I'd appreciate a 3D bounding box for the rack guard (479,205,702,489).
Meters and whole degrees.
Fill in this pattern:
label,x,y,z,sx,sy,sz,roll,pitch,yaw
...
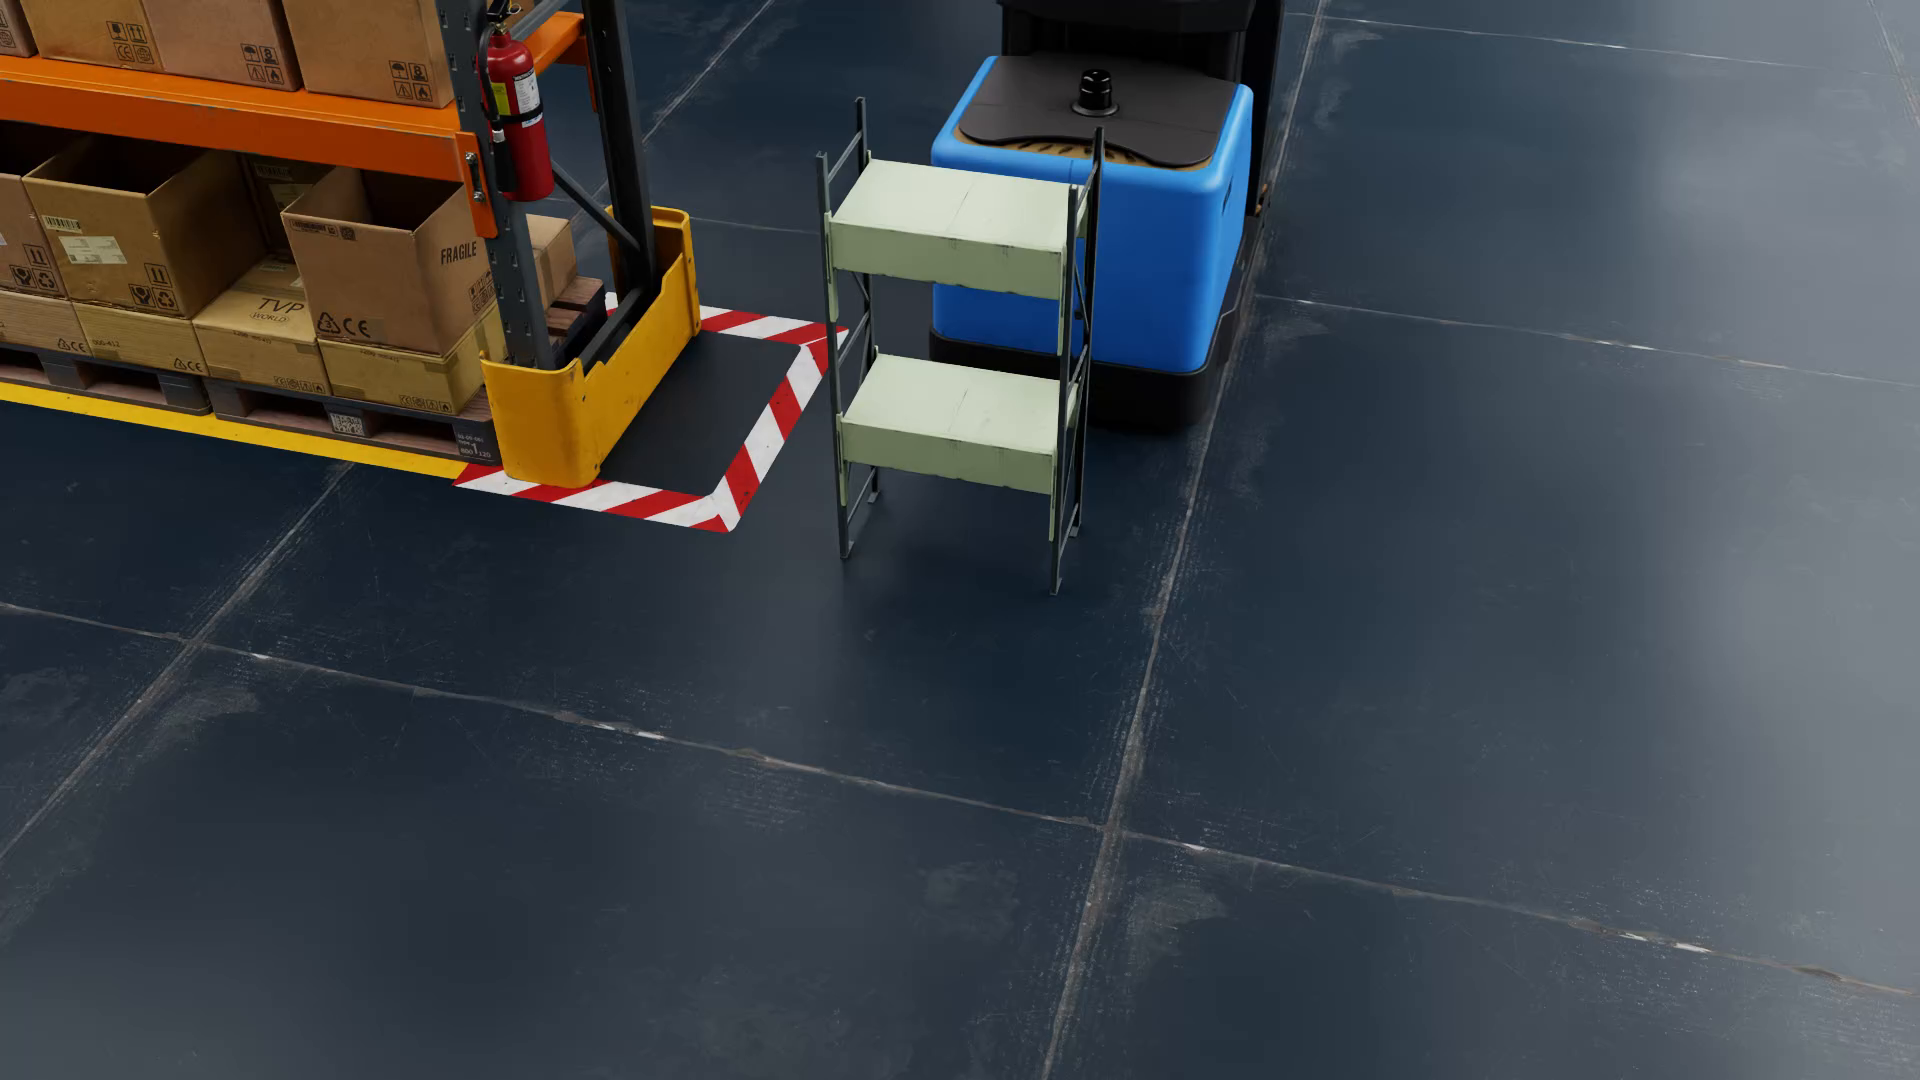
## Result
label,x,y,z,sx,sy,sz,roll,pitch,yaw
rack guard,-1.357,-0.757,6.262,0.348,0.500,1.175,10,41,11

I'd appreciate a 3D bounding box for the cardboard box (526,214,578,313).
label,x,y,z,sx,sy,sz,roll,pitch,yaw
cardboard box,-1.840,-1.053,6.483,0.500,0.250,0.500,10,41,11

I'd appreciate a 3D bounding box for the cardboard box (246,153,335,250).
label,x,y,z,sx,sy,sz,roll,pitch,yaw
cardboard box,-2.324,-1.422,6.339,0.500,0.500,0.500,10,41,11

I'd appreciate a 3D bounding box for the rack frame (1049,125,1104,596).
label,x,y,z,sx,sy,sz,roll,pitch,yaw
rack frame,0.360,-0.512,5.194,0.023,1.500,0.400,10,41,11

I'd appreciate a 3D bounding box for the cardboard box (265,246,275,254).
label,x,y,z,sx,sy,sz,roll,pitch,yaw
cardboard box,-2.807,-1.217,6.679,0.500,0.250,0.500,10,41,11

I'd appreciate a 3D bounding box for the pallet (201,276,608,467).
label,x,y,z,sx,sy,sz,roll,pitch,yaw
pallet,-2.129,-0.751,6.480,1.213,0.211,1.003,10,41,11

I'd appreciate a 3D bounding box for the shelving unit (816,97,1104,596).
label,x,y,z,sx,sy,sz,roll,pitch,yaw
shelving unit,0.006,-0.573,5.266,0.755,1.500,0.431,10,41,11

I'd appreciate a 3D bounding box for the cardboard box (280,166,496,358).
label,x,y,z,sx,sy,sz,roll,pitch,yaw
cardboard box,-1.975,-1.017,5.857,0.500,0.500,0.500,10,41,11

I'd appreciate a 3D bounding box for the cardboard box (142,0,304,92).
label,x,y,z,sx,sy,sz,roll,pitch,yaw
cardboard box,-2.336,-1.926,5.633,0.500,0.500,0.700,11,41,13

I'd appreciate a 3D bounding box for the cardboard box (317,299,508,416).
label,x,y,z,sx,sy,sz,roll,pitch,yaw
cardboard box,-1.974,-0.731,6.100,0.500,0.250,0.500,10,41,11

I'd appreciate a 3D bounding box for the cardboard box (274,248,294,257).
label,x,y,z,sx,sy,sz,roll,pitch,yaw
cardboard box,-2.324,-1.134,6.579,0.500,0.250,0.500,10,41,11

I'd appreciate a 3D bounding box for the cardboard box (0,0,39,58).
label,x,y,z,sx,sy,sz,roll,pitch,yaw
cardboard box,-3.324,-2.097,5.837,0.500,0.500,0.700,11,41,13

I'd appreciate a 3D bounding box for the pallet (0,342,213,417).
label,x,y,z,sx,sy,sz,roll,pitch,yaw
pallet,-3.304,-0.955,6.723,1.213,0.211,1.003,10,41,11

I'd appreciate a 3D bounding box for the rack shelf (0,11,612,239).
label,x,y,z,sx,sy,sz,roll,pitch,yaw
rack shelf,-3.312,-1.775,6.090,4.000,0.370,1.077,10,41,11

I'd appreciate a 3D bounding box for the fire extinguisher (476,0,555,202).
label,x,y,z,sx,sy,sz,roll,pitch,yaw
fire extinguisher,-1.386,-1.380,5.121,0.183,0.674,0.296,10,41,11

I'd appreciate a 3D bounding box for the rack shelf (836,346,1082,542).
label,x,y,z,sx,sy,sz,roll,pitch,yaw
rack shelf,0.006,-0.324,5.476,0.720,0.370,0.431,10,41,11

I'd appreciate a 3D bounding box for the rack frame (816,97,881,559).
label,x,y,z,sx,sy,sz,roll,pitch,yaw
rack frame,-0.347,-0.634,5.339,0.023,1.500,0.400,10,41,11

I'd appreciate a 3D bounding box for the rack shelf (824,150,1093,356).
label,x,y,z,sx,sy,sz,roll,pitch,yaw
rack shelf,0.006,-0.872,5.015,0.720,0.370,0.431,10,41,11

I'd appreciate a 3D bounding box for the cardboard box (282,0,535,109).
label,x,y,z,sx,sy,sz,roll,pitch,yaw
cardboard box,-1.828,-1.842,5.533,0.500,0.500,0.700,10,41,11

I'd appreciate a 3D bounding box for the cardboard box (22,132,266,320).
label,x,y,z,sx,sy,sz,roll,pitch,yaw
cardboard box,-2.945,-1.174,6.044,0.500,0.500,0.500,10,41,11

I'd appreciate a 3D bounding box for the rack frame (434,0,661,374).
label,x,y,z,sx,sy,sz,roll,pitch,yaw
rack frame,-1.380,-1.718,5.463,0.127,3.000,1.000,10,41,11

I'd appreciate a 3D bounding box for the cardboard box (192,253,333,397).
label,x,y,z,sx,sy,sz,roll,pitch,yaw
cardboard box,-2.460,-0.807,6.190,0.500,0.250,0.500,10,41,11

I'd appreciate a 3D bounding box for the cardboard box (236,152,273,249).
label,x,y,z,sx,sy,sz,roll,pitch,yaw
cardboard box,-2.810,-1.497,6.429,0.500,0.500,0.500,10,41,11

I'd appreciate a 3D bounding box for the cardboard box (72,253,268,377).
label,x,y,z,sx,sy,sz,roll,pitch,yaw
cardboard box,-2.944,-0.889,6.288,0.500,0.250,0.500,10,41,11

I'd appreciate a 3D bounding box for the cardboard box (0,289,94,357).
label,x,y,z,sx,sy,sz,roll,pitch,yaw
cardboard box,-3.426,-0.973,6.388,0.500,0.250,0.500,10,41,11

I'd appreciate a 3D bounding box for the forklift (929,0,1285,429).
label,x,y,z,sx,sy,sz,roll,pitch,yaw
forklift,0.770,-2.487,6.433,1.130,2.935,3.031,10,41,12

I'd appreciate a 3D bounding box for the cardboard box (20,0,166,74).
label,x,y,z,sx,sy,sz,roll,pitch,yaw
cardboard box,-2.814,-2.012,5.736,0.500,0.500,0.700,10,41,12

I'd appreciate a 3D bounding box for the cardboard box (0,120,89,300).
label,x,y,z,sx,sy,sz,roll,pitch,yaw
cardboard box,-3.427,-1.258,6.144,0.500,0.500,0.500,10,41,11
